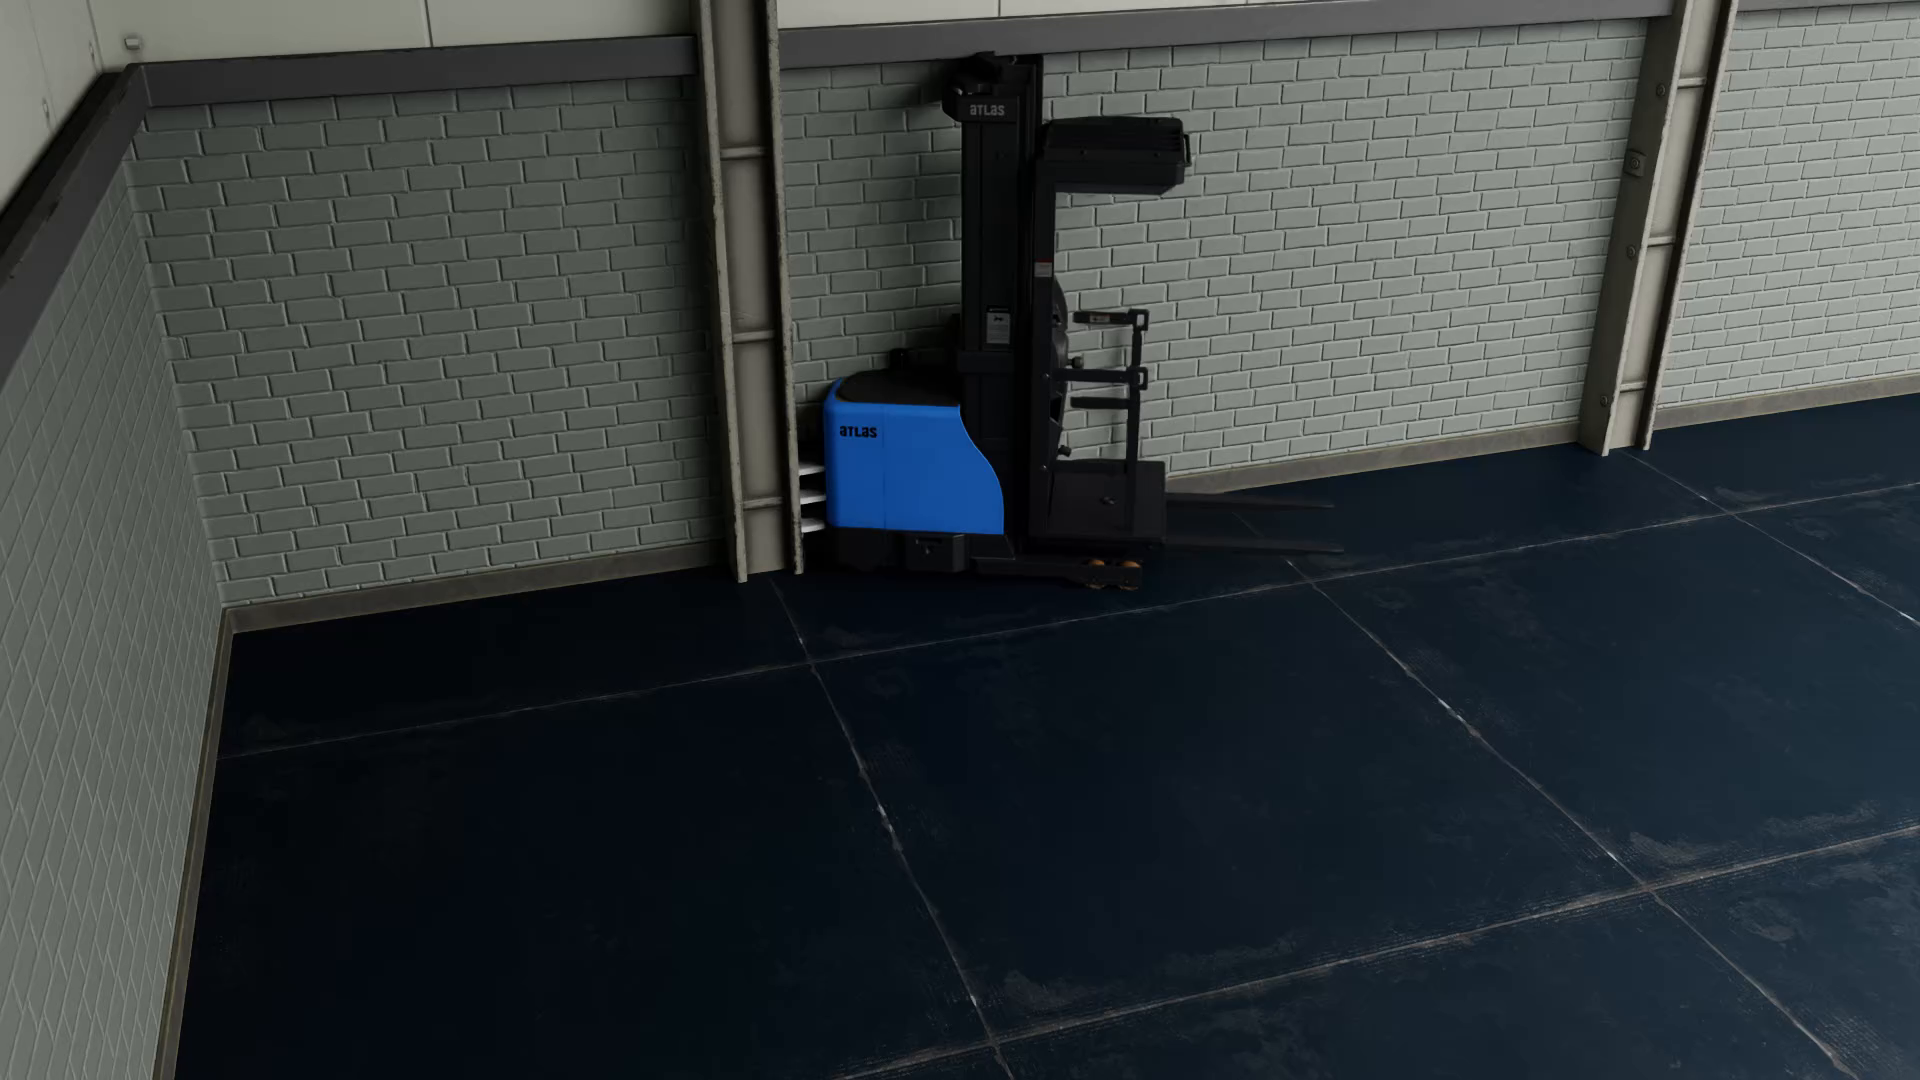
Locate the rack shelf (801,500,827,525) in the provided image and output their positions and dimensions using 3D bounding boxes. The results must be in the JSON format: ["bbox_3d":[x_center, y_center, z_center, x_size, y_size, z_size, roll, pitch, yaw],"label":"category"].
[{"bbox_3d":[-0.868,-0.186,9.860,0.200,0.077,0.258,-10,25,-13],"label":"rack shelf"}]

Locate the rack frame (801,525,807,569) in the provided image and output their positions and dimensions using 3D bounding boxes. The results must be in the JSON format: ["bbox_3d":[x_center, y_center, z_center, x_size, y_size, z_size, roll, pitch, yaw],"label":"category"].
[{"bbox_3d":[-0.974,-0.281,9.787,0.006,0.900,0.240,-10,25,-13],"label":"rack frame"}]

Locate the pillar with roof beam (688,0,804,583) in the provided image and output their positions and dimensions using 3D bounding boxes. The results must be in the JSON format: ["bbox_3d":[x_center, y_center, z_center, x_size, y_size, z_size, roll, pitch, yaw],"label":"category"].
[{"bbox_3d":[0.171,-2.052,4.263,0.400,9.000,9.100,-8,28,-16],"label":"pillar with roof beam"}]

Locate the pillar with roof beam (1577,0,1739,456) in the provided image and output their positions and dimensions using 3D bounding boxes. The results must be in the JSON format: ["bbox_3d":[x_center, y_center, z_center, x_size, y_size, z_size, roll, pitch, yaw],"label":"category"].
[{"bbox_3d":[5.876,-2.878,5.928,0.400,9.000,9.100,-8,28,-16],"label":"pillar with roof beam"}]

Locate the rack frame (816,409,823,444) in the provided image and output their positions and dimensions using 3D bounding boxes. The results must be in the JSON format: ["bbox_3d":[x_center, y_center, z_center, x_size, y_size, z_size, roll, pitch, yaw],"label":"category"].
[{"bbox_3d":[-0.778,-0.315,9.832,0.006,0.900,0.240,-10,25,-13],"label":"rack frame"}]

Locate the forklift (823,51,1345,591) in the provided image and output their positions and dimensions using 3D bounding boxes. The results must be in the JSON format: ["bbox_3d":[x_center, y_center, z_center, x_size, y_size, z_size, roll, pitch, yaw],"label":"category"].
[{"bbox_3d":[0.756,-1.269,9.510,3.031,2.935,1.130,3,27,5],"label":"forklift"}]

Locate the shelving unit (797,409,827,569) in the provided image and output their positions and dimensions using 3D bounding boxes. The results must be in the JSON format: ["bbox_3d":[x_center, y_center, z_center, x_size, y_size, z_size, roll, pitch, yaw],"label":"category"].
[{"bbox_3d":[-0.876,-0.298,9.810,0.210,0.900,0.258,-10,25,-13],"label":"shelving unit"}]

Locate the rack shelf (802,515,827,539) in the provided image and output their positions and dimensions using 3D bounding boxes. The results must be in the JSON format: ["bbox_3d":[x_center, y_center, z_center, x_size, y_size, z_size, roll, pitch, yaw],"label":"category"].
[{"bbox_3d":[-0.862,-0.104,9.897,0.200,0.077,0.258,-10,25,-13],"label":"rack shelf"}]

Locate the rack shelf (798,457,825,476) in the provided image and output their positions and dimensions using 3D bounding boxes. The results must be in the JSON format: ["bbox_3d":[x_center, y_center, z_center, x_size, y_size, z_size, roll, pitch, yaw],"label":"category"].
[{"bbox_3d":[-0.886,-0.431,9.750,0.200,0.077,0.258,-10,25,-13],"label":"rack shelf"}]

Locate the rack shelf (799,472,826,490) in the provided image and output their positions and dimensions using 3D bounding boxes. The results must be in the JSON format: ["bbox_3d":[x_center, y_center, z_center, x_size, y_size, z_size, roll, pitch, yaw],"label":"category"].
[{"bbox_3d":[-0.880,-0.349,9.786,0.200,0.077,0.258,-10,25,-13],"label":"rack shelf"}]

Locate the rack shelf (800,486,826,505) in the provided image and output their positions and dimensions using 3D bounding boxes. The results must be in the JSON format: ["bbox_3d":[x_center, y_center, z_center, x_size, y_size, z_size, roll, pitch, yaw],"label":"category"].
[{"bbox_3d":[-0.874,-0.268,9.823,0.200,0.077,0.258,-10,25,-13],"label":"rack shelf"}]

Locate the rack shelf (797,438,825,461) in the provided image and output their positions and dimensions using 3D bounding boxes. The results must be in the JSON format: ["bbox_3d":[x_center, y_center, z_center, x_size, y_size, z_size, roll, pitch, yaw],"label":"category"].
[{"bbox_3d":[-0.892,-0.513,9.713,0.200,0.077,0.258,-10,25,-13],"label":"rack shelf"}]
